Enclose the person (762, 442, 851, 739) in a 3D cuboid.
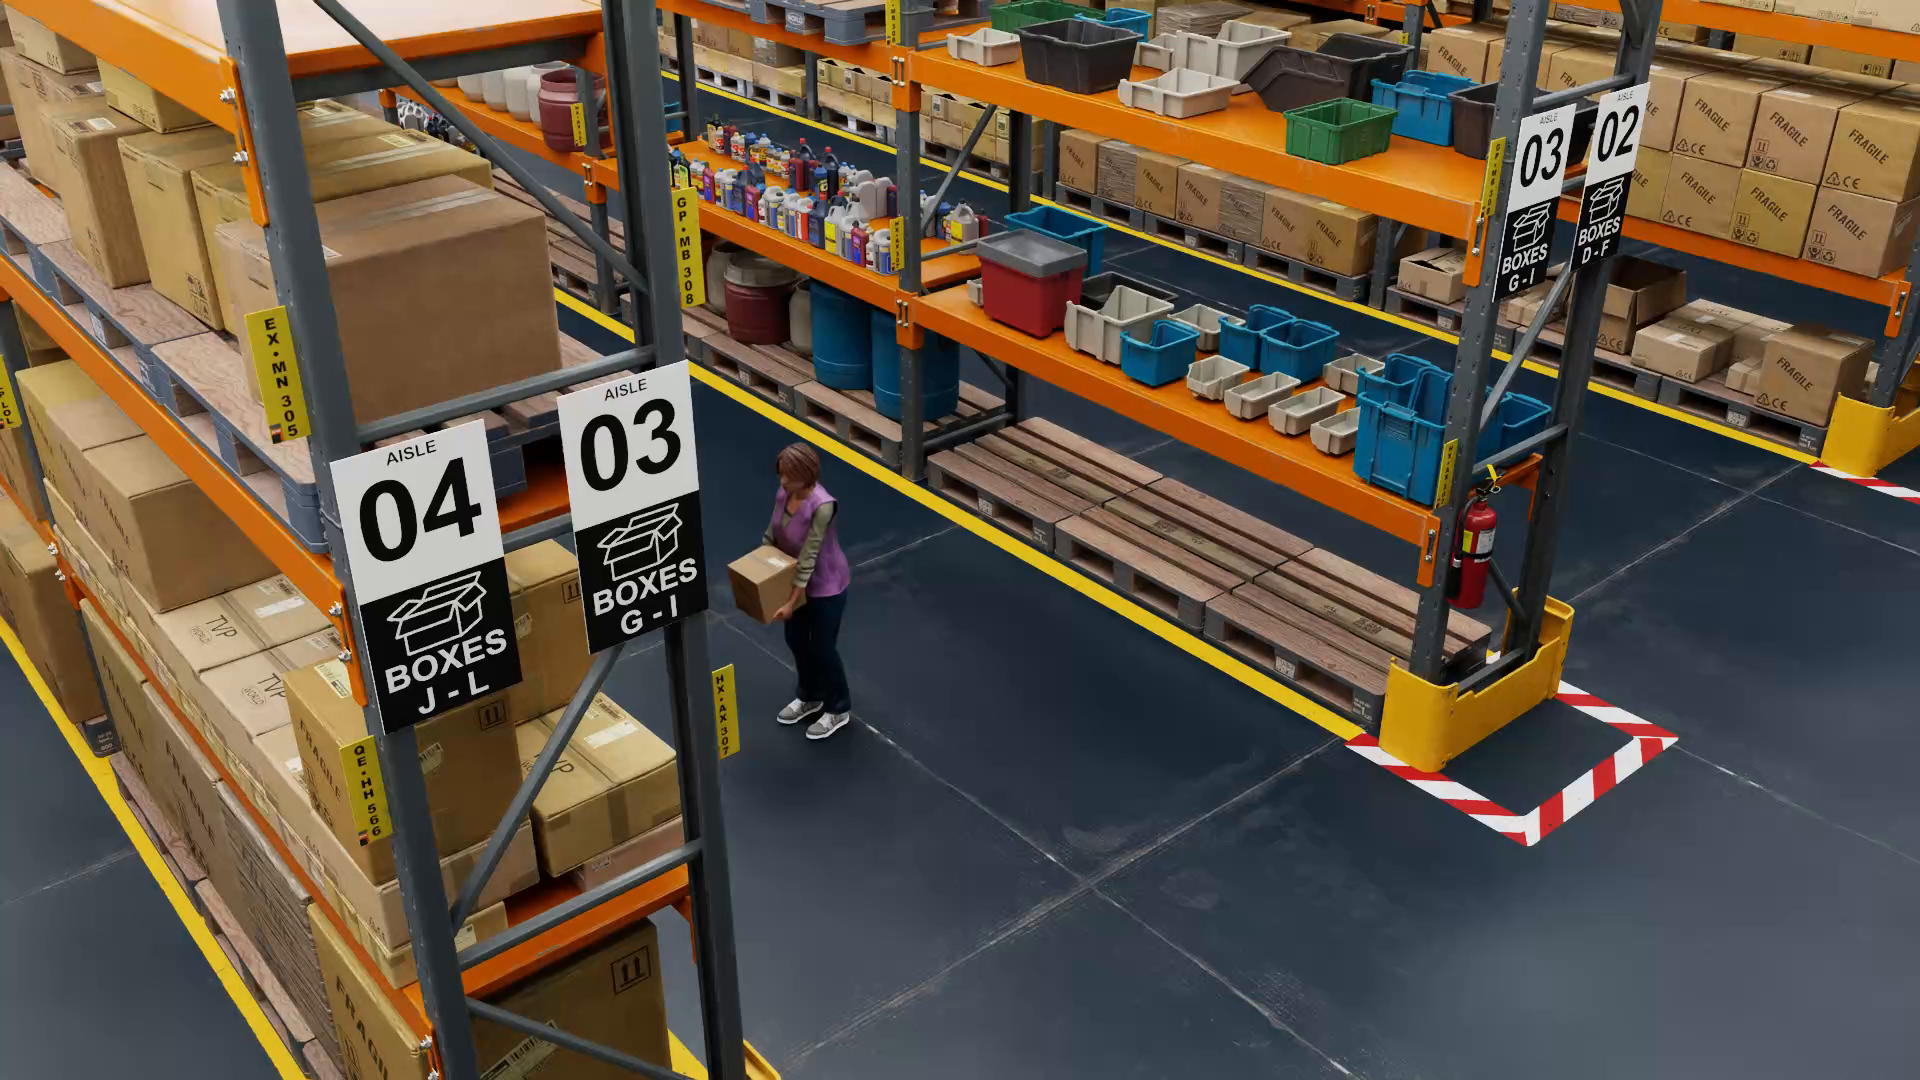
[{"bbox_3d":[-0.784,0.256,8.174,0.512,1.594,0.374,-23,36,-36],"label":"person"}]
